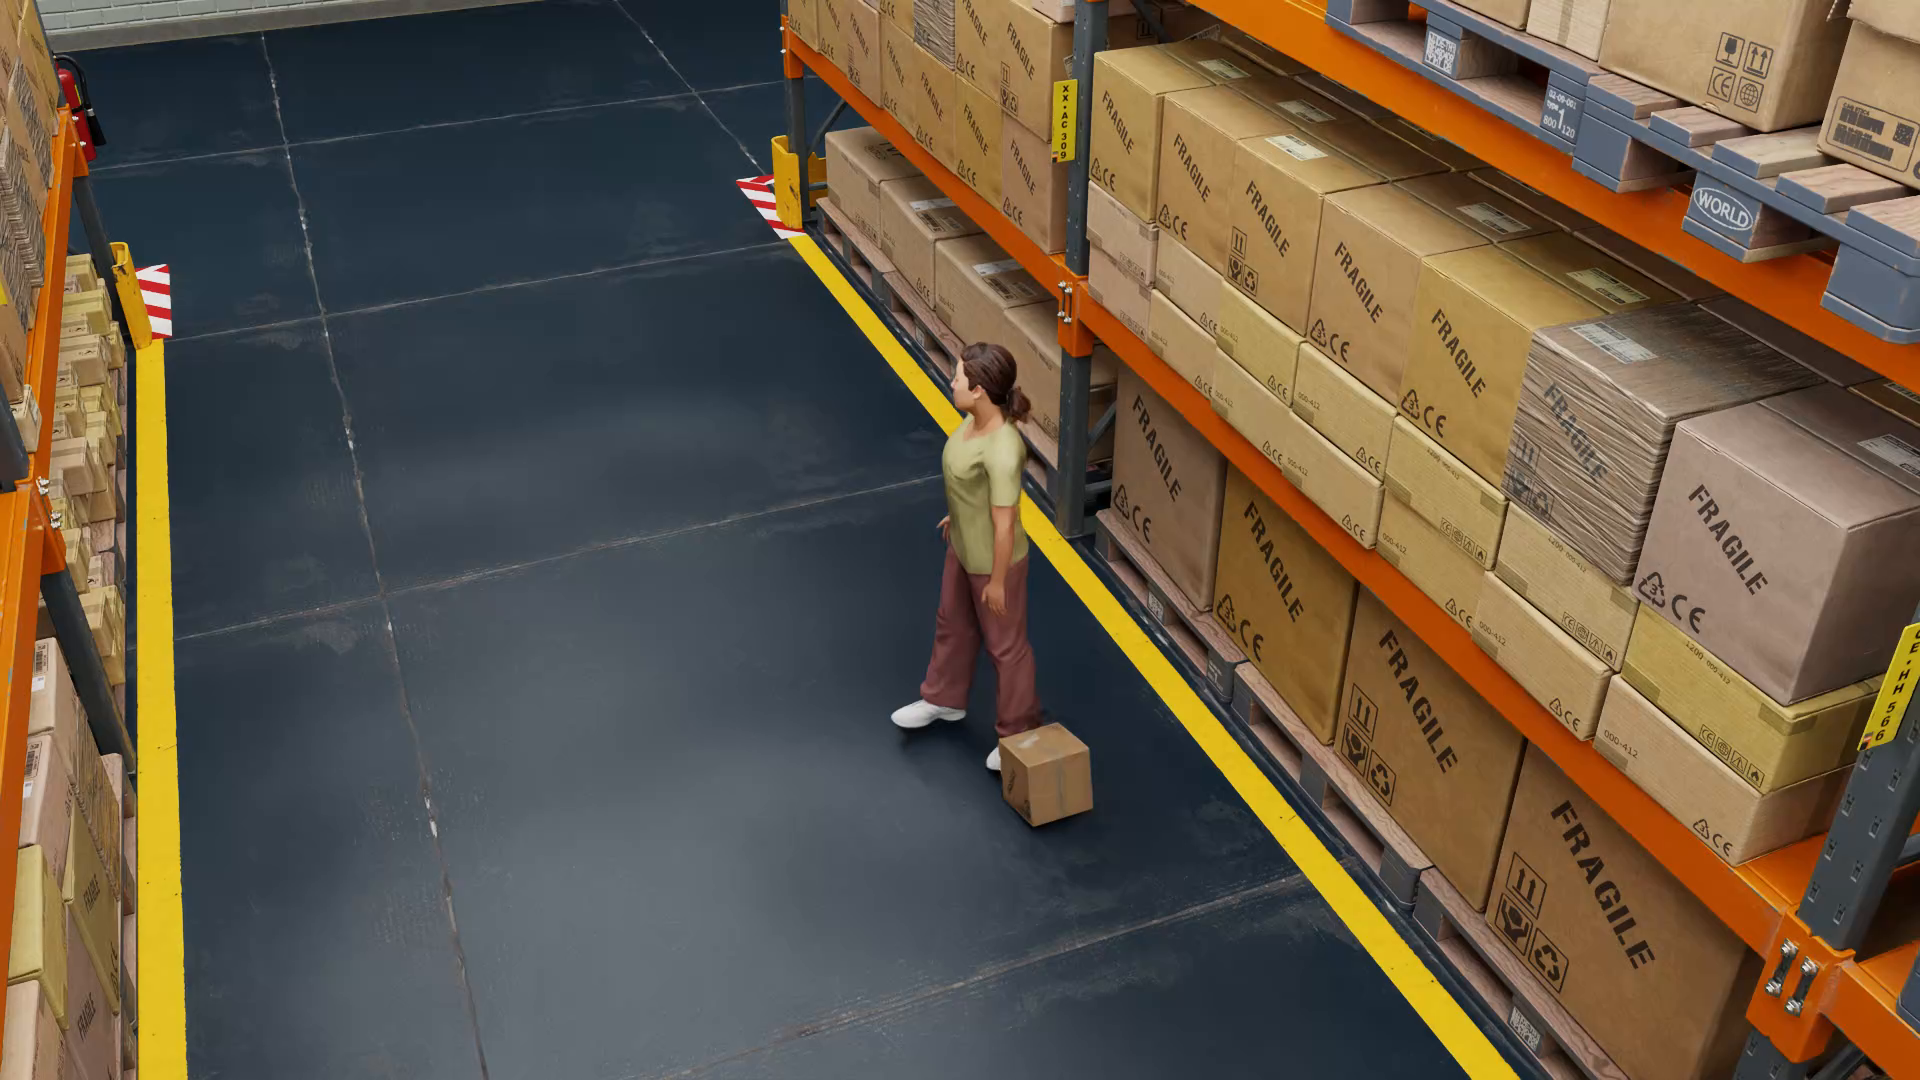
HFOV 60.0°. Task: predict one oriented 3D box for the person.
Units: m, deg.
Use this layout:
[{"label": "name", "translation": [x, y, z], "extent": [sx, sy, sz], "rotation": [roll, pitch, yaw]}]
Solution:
[{"label": "person", "translation": [0.026, 0.056, 6.018], "extent": [0.555, 1.671, 0.538], "rotation": [-9, 35, -13]}]
